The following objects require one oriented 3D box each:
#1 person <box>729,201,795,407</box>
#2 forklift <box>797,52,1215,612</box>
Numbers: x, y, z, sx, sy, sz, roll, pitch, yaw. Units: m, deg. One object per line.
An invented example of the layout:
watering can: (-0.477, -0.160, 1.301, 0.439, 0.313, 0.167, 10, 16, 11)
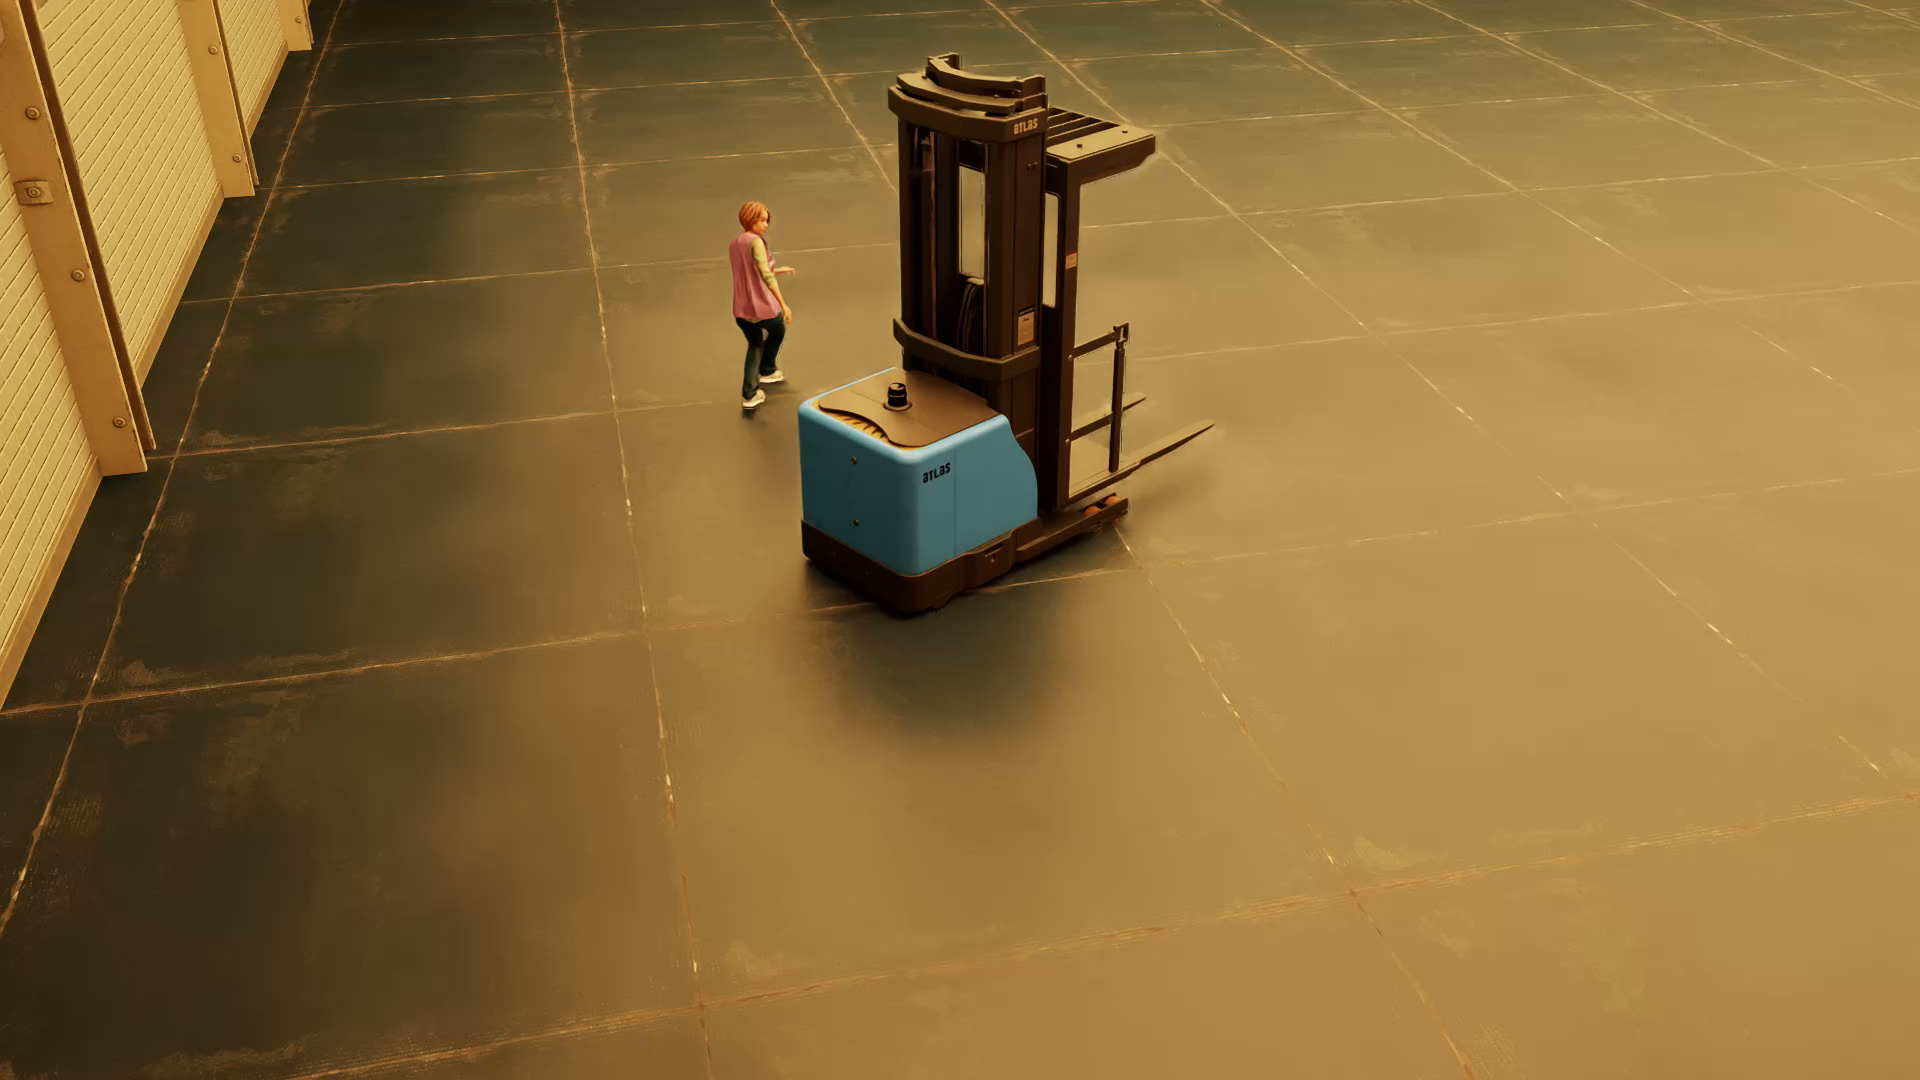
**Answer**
person: (-1.351, -1.703, 12.000, 0.656, 1.469, 0.743, 16, 34, 25)
forklift: (0.439, -1.481, 10.133, 3.031, 2.935, 1.130, -26, 39, -37)
